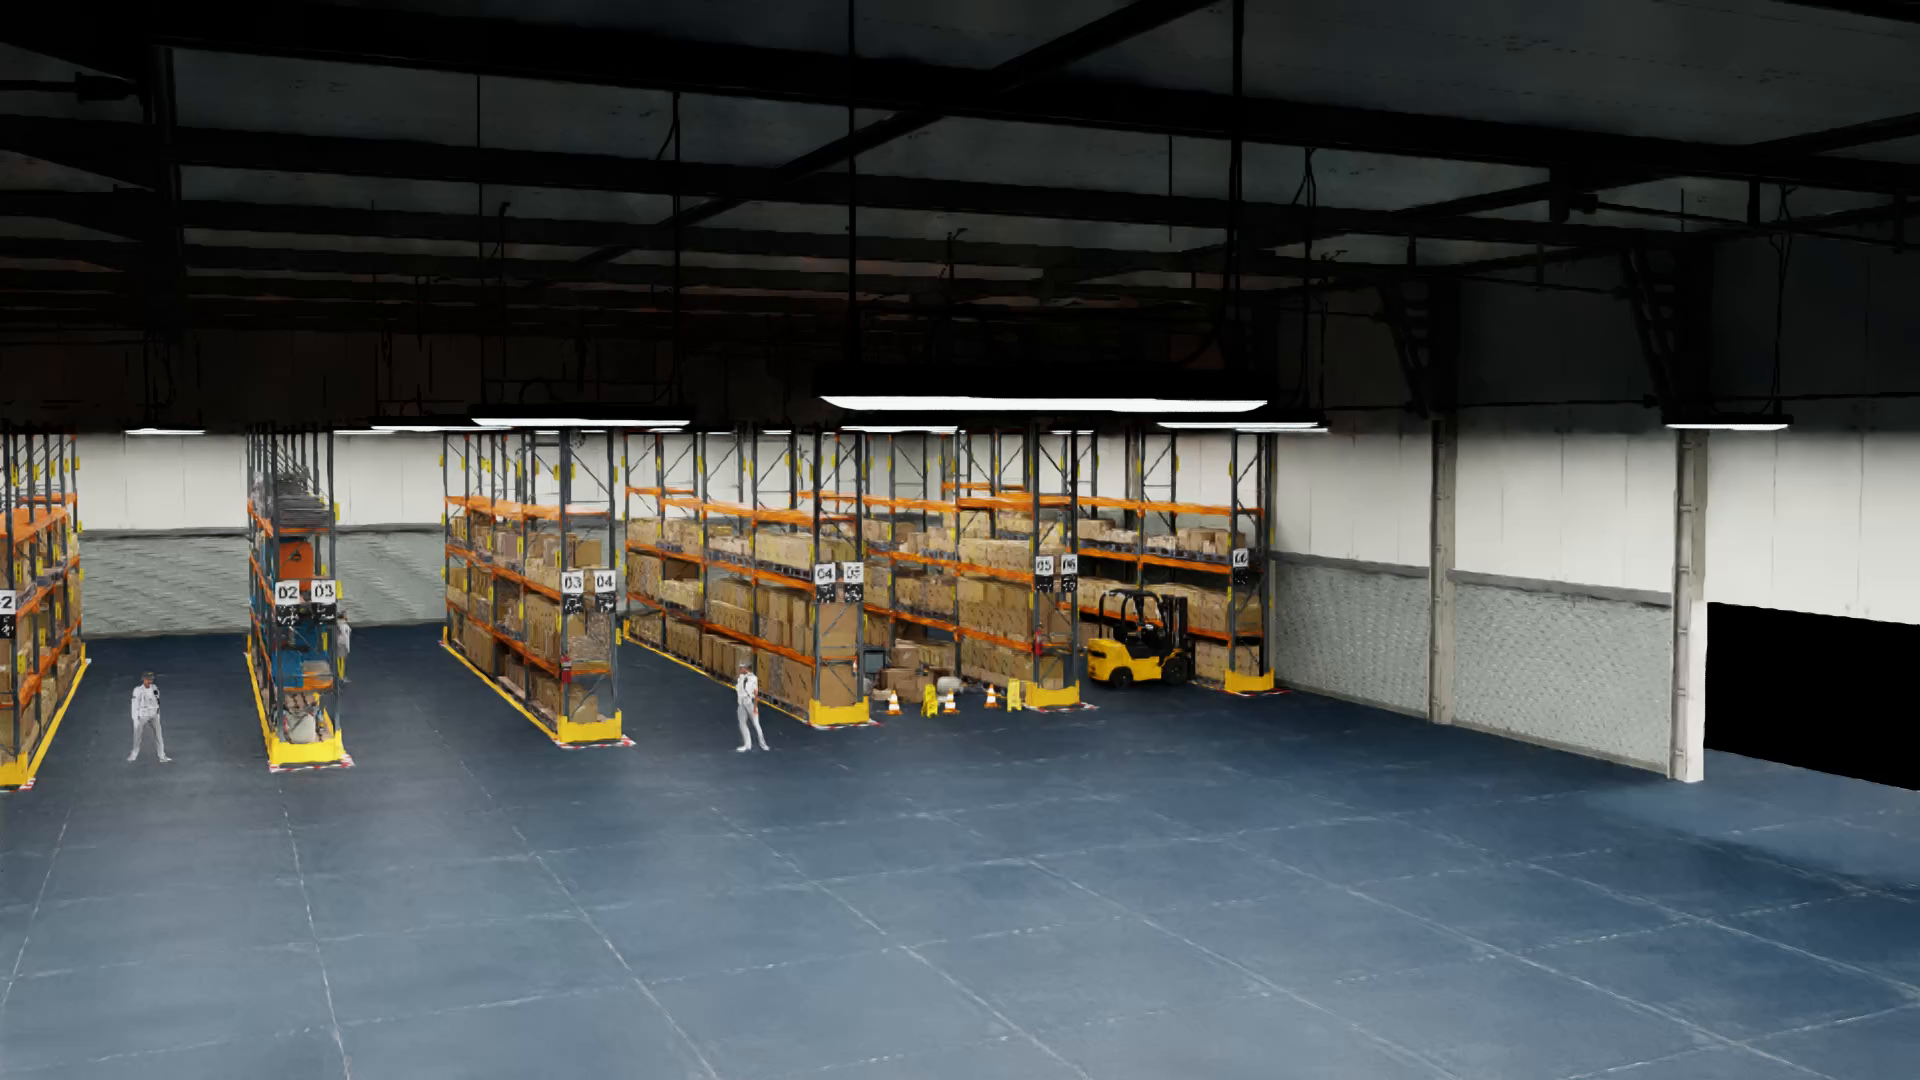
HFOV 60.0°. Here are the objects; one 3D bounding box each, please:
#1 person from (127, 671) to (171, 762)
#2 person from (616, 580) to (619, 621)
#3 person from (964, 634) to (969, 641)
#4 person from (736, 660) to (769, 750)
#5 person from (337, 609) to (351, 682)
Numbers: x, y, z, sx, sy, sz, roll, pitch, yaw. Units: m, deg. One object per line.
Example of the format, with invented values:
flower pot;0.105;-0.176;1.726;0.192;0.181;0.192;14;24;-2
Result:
person;-14.267;3.088;29.171;0.936;1.625;0.529;3;5;43
person;-10.732;1.718;50.867;0.570;1.669;0.955;0;4;-4
person;0.172;2.074;43.859;0.577;1.785;0.655;0;4;6
person;-3.812;2.999;30.388;0.568;1.664;0.526;3;5;38
person;-14.378;2.444;38.744;0.364;1.682;0.582;-3;5;-43
